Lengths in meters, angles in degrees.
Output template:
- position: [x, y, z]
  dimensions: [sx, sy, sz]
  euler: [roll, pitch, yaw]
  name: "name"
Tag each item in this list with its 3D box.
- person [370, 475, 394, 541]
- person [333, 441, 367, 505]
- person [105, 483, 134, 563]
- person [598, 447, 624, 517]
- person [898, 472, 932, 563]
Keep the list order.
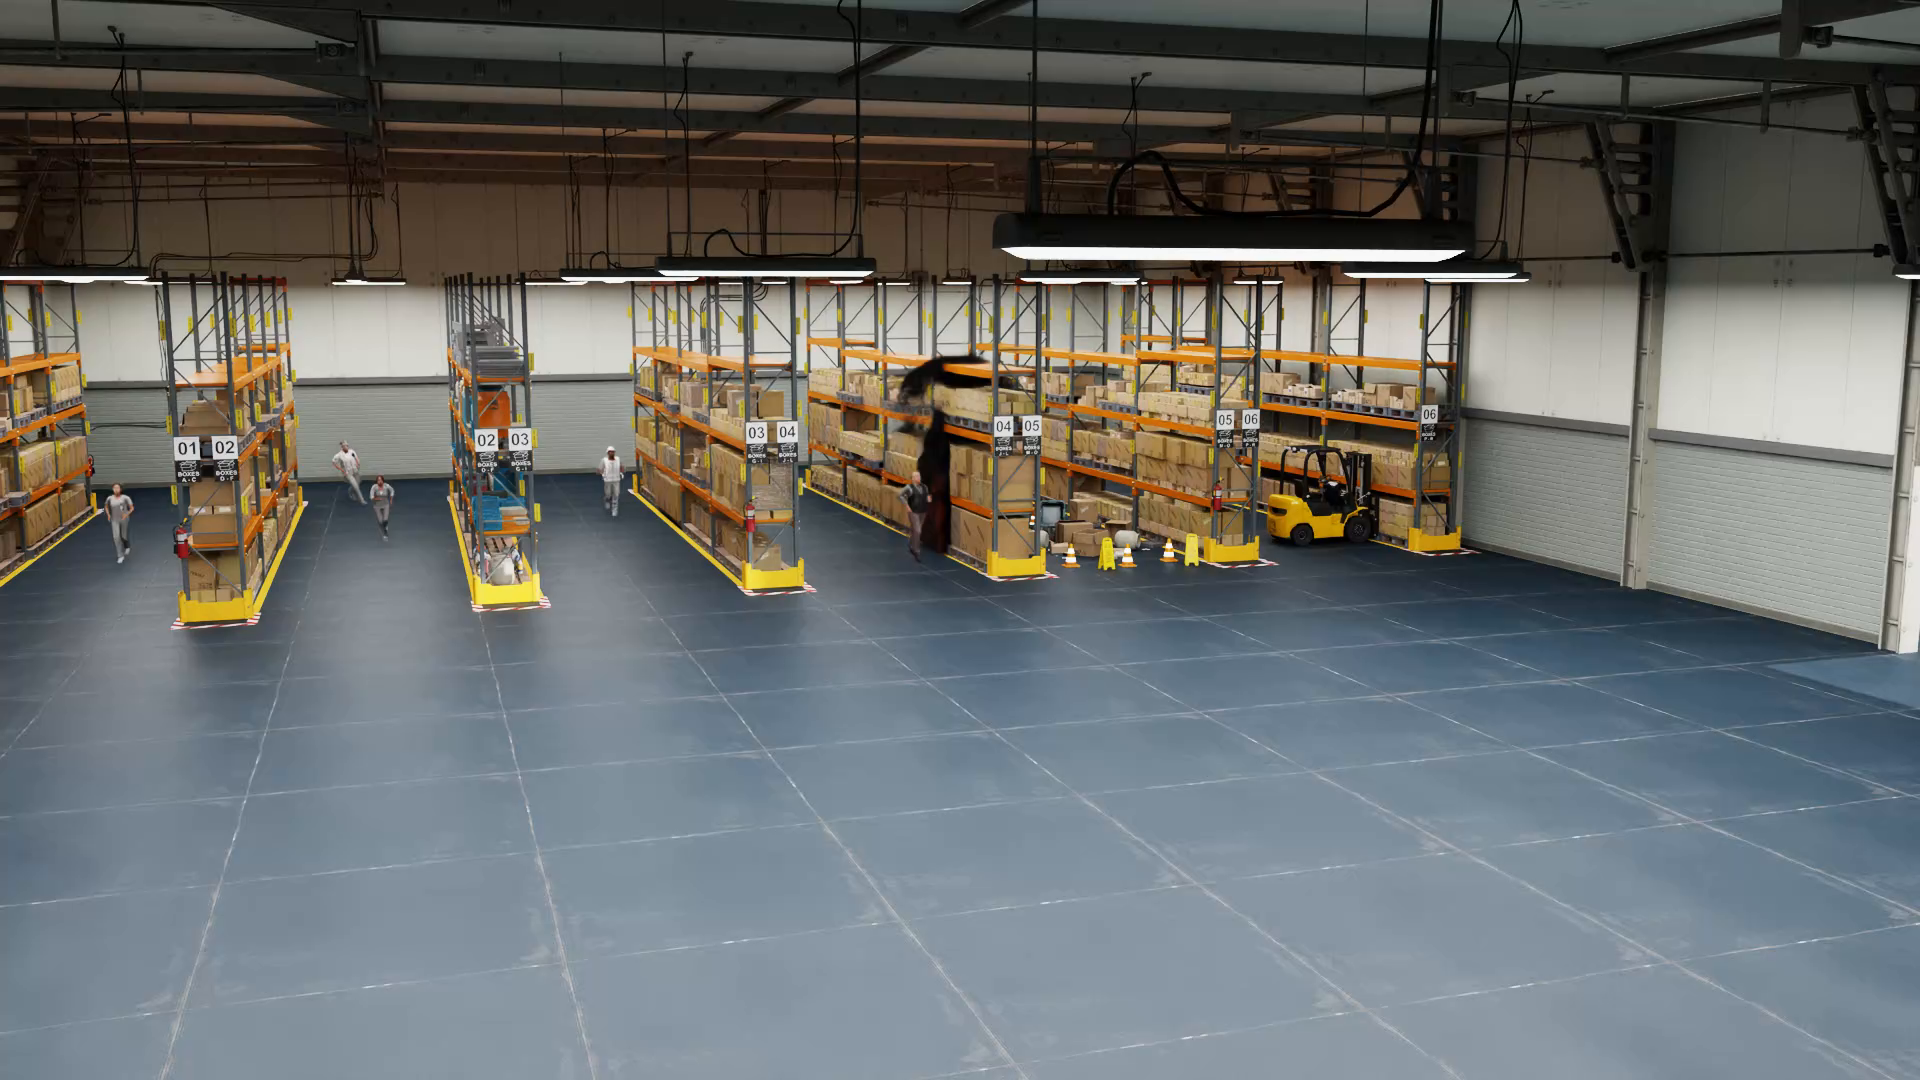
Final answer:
- position: [-13.121, -0.720, 37.779]
  dimensions: [0.515, 1.532, 0.638]
  euler: [-3, 9, -17]
  name: "person"
- position: [-16.343, -1.803, 44.380]
  dimensions: [0.892, 1.737, 0.703]
  euler: [7, 11, 39]
  name: "person"
- position: [-17.781, -0.386, 35.204]
  dimensions: [0.573, 1.670, 0.828]
  euler: [-3, 9, -18]
  name: "person"
- position: [-8.790, -1.482, 42.035]
  dimensions: [0.683, 1.764, 0.900]
  euler: [-3, 9, -21]
  name: "person"
- position: [-0.850, -0.471, 33.760]
  dimensions: [0.637, 1.830, 0.695]
  euler: [-8, 11, -41]
  name: "person"
